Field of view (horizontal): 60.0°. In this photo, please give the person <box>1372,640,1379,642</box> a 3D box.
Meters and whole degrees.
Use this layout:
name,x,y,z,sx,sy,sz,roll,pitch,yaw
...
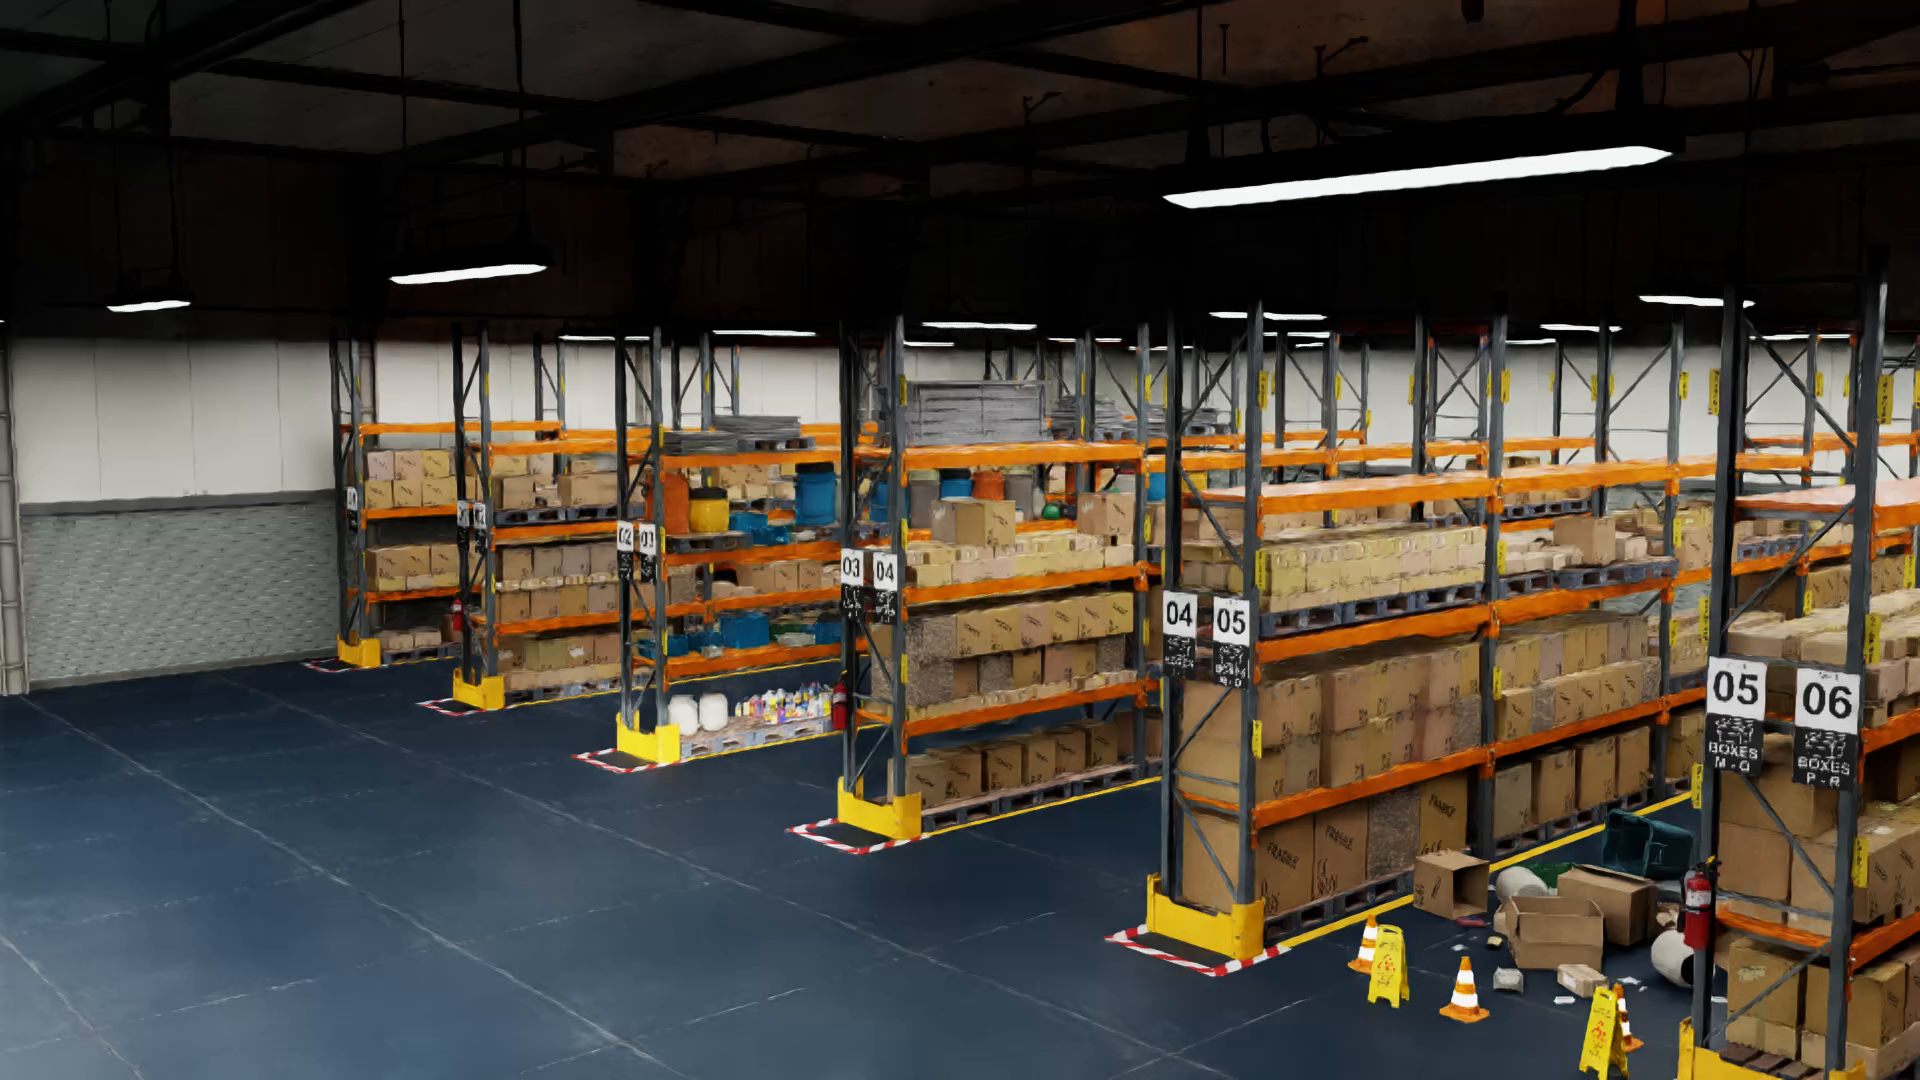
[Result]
name,x,y,z,sx,sy,sz,roll,pitch,yaw
person,5.716,2.053,22.726,1.114,1.702,0.571,-5,8,-44

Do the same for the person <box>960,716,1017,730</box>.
name,x,y,z,sx,sy,sz,roll,pitch,yaw
person,0.445,1.955,24.239,0.999,1.626,0.461,-5,8,-43
